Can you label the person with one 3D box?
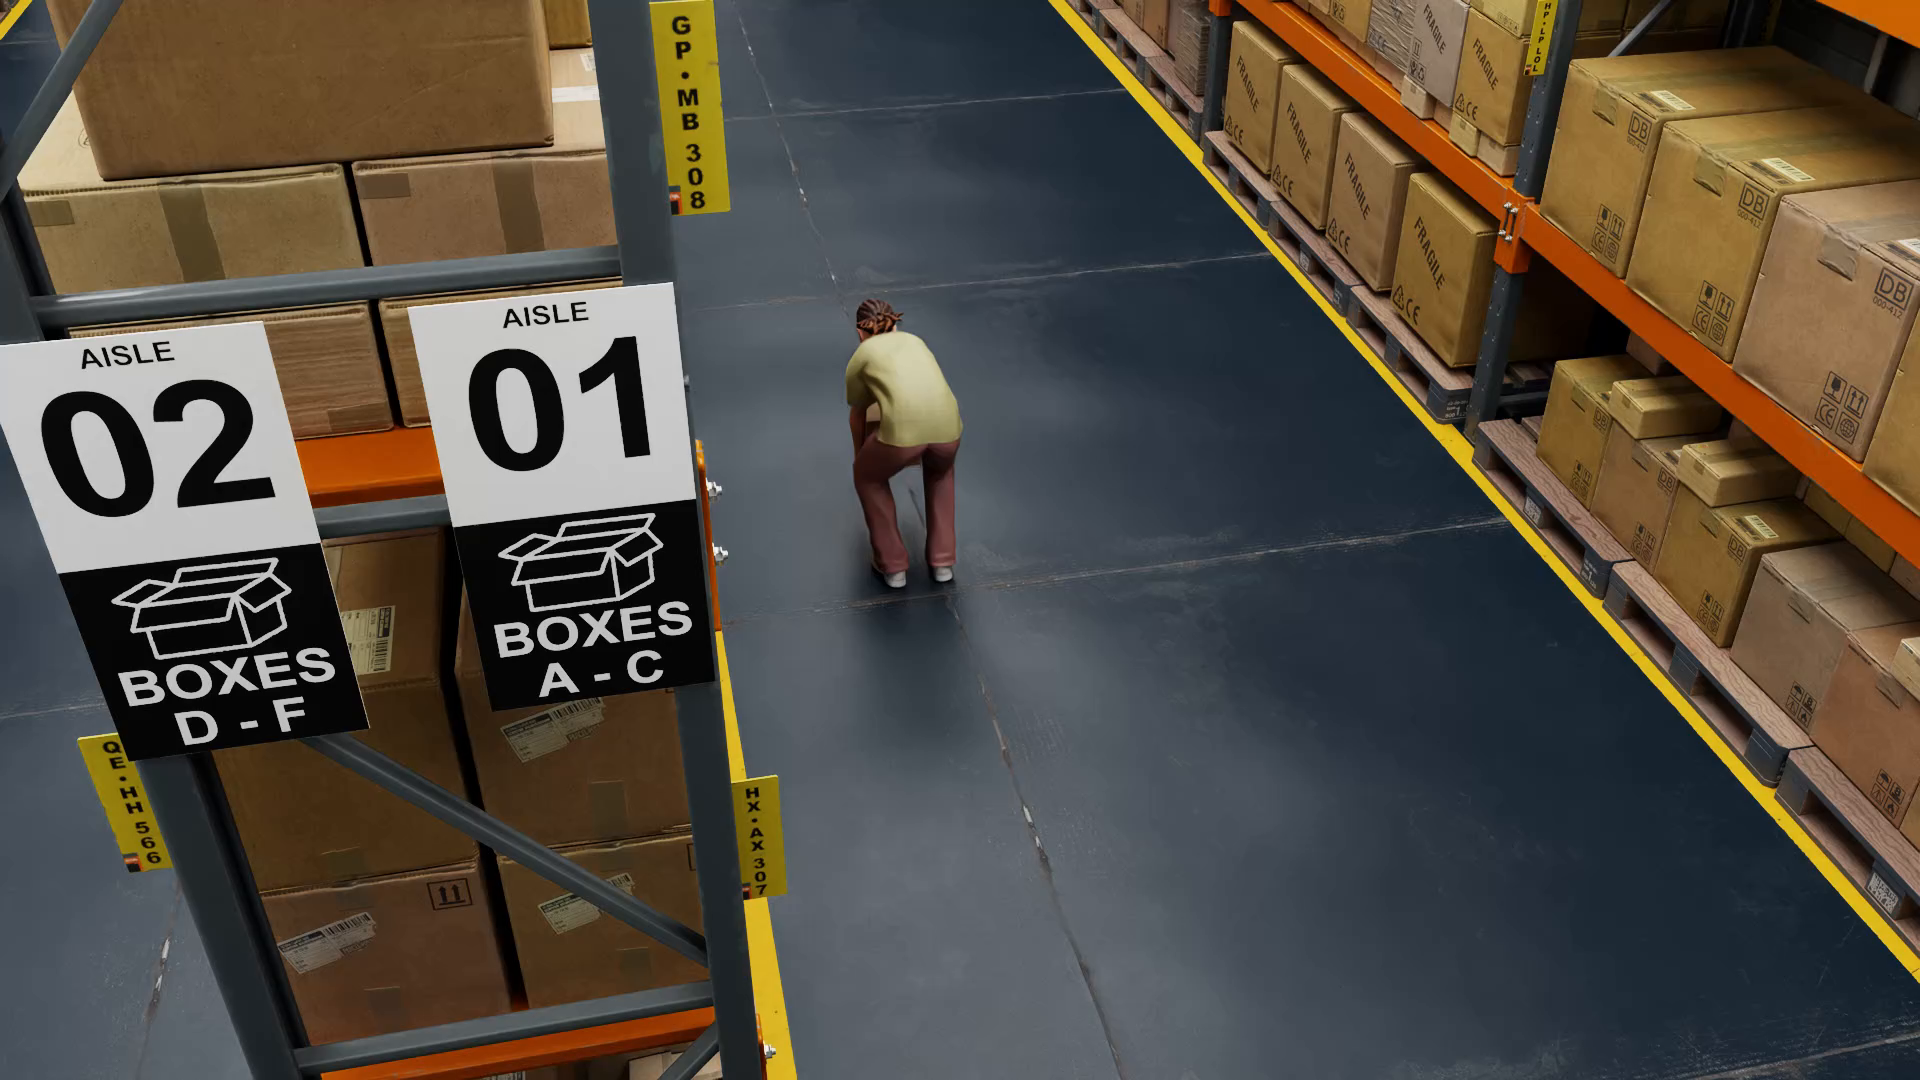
[{"bbox_3d":[-0.264,-0.427,7.271,0.453,1.105,0.860,-11,36,-15],"label":"person"}]
